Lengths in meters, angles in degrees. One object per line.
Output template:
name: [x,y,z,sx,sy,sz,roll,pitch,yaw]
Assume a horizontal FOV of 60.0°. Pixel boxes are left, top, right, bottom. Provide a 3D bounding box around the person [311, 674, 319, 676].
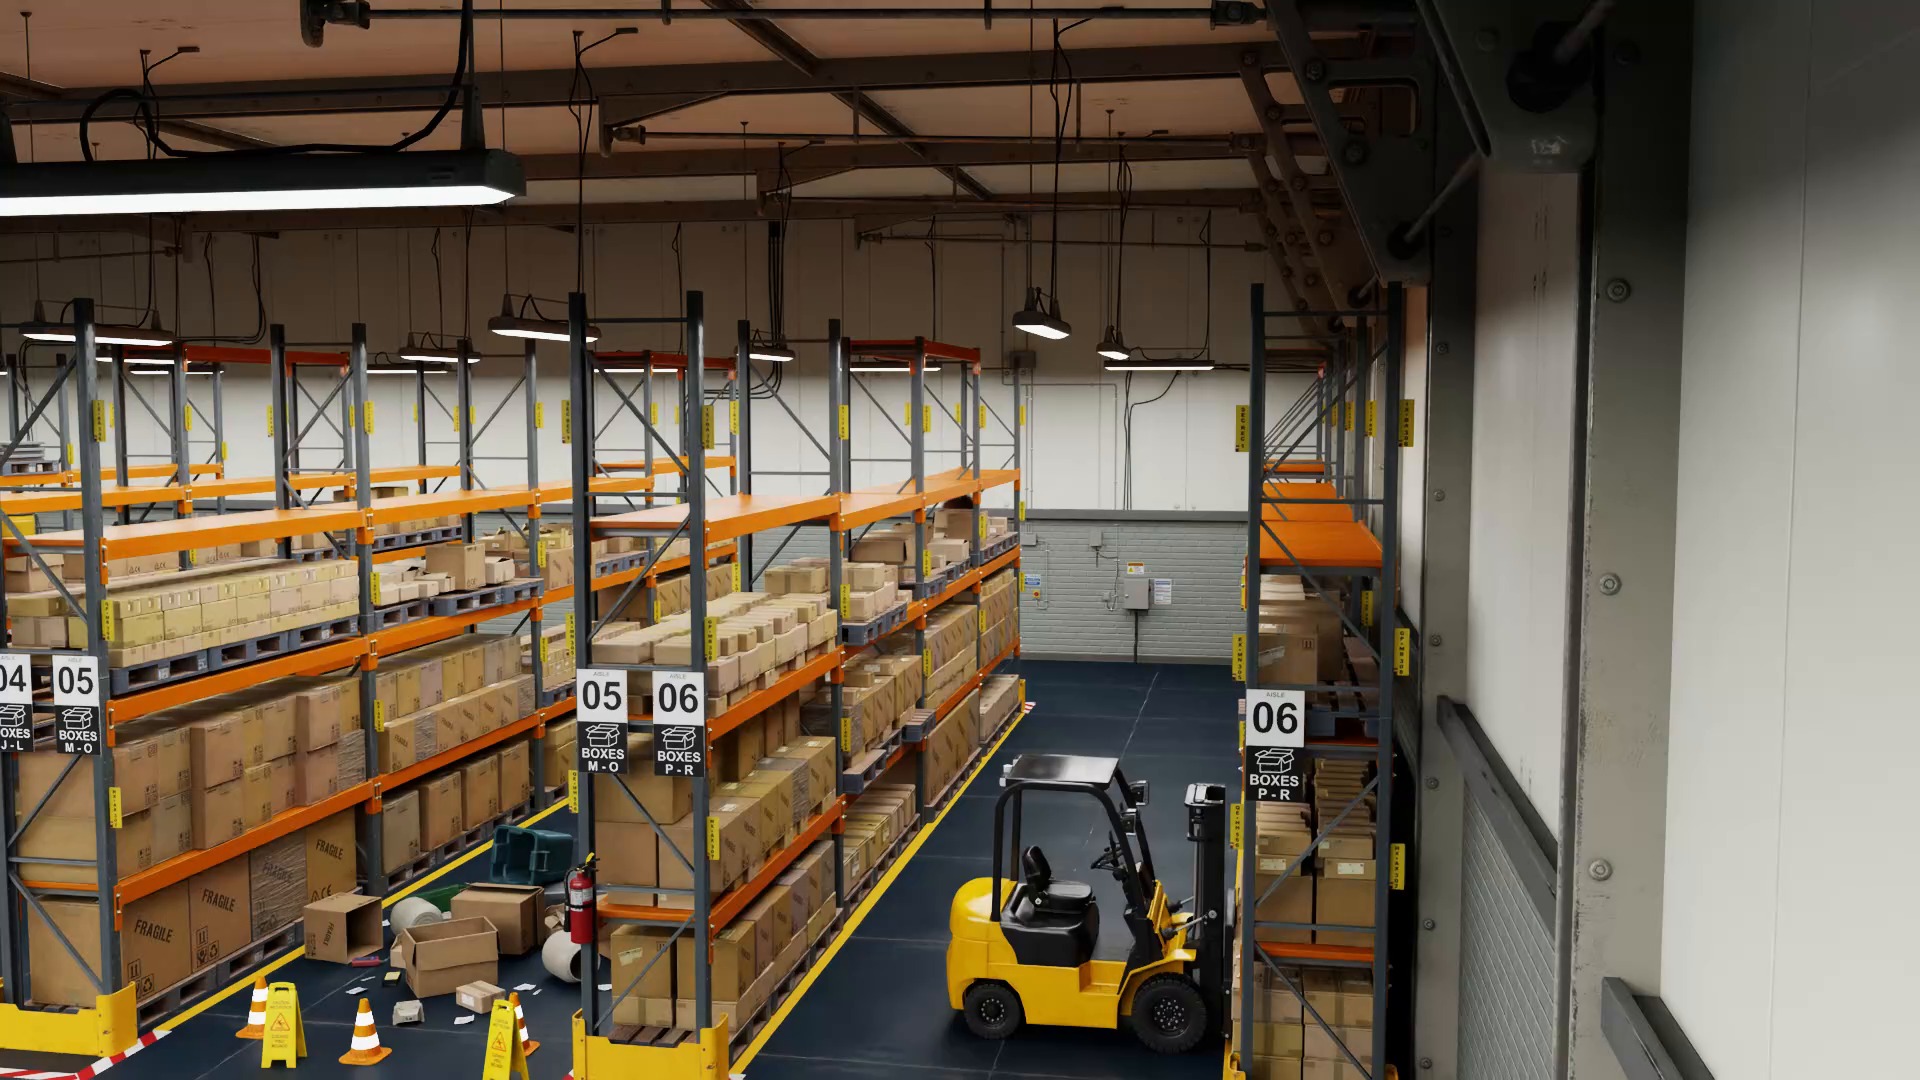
person: [-8.111,2.606,21.074,0.446,1.818,0.562,2,5,25]
